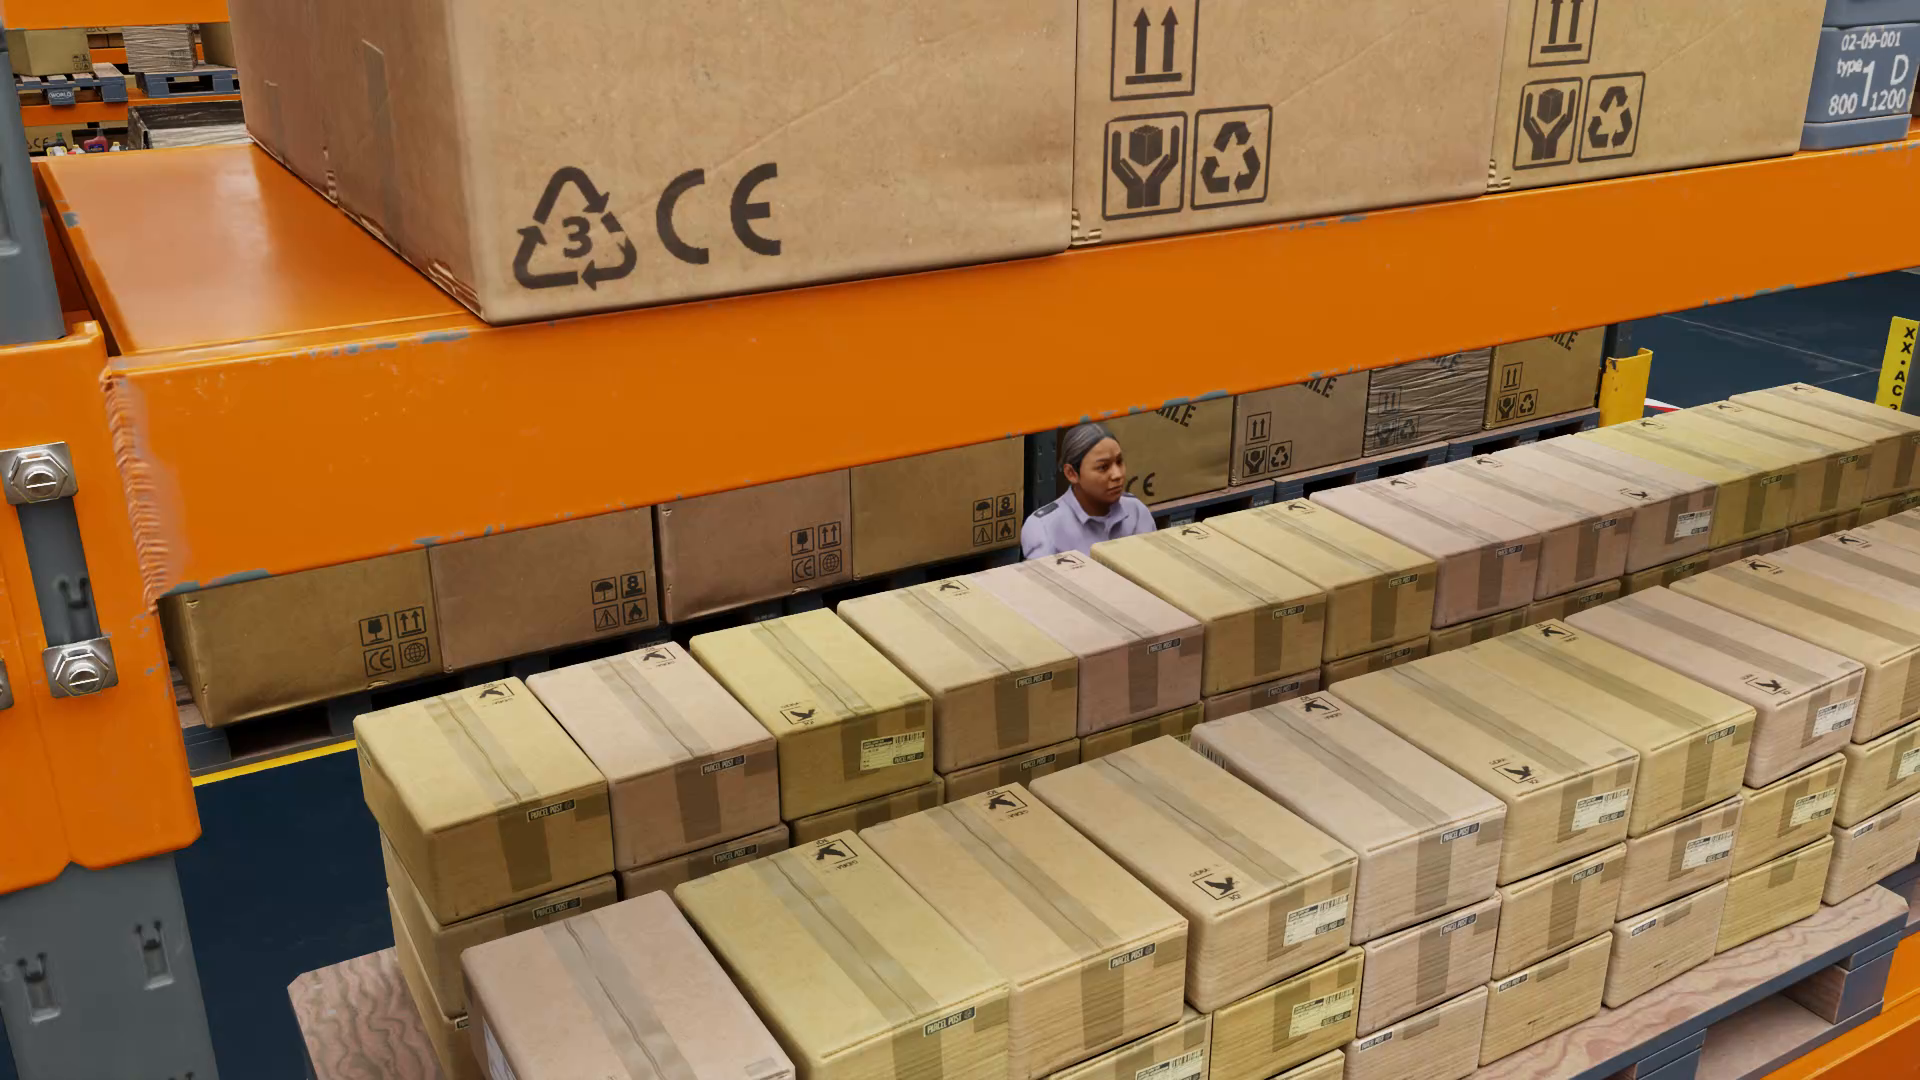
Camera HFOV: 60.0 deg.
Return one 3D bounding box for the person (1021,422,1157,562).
[{"bbox_3d":[0.434,0.466,4.964,0.451,1.641,0.521,-12,25,-27],"label":"person"}]
